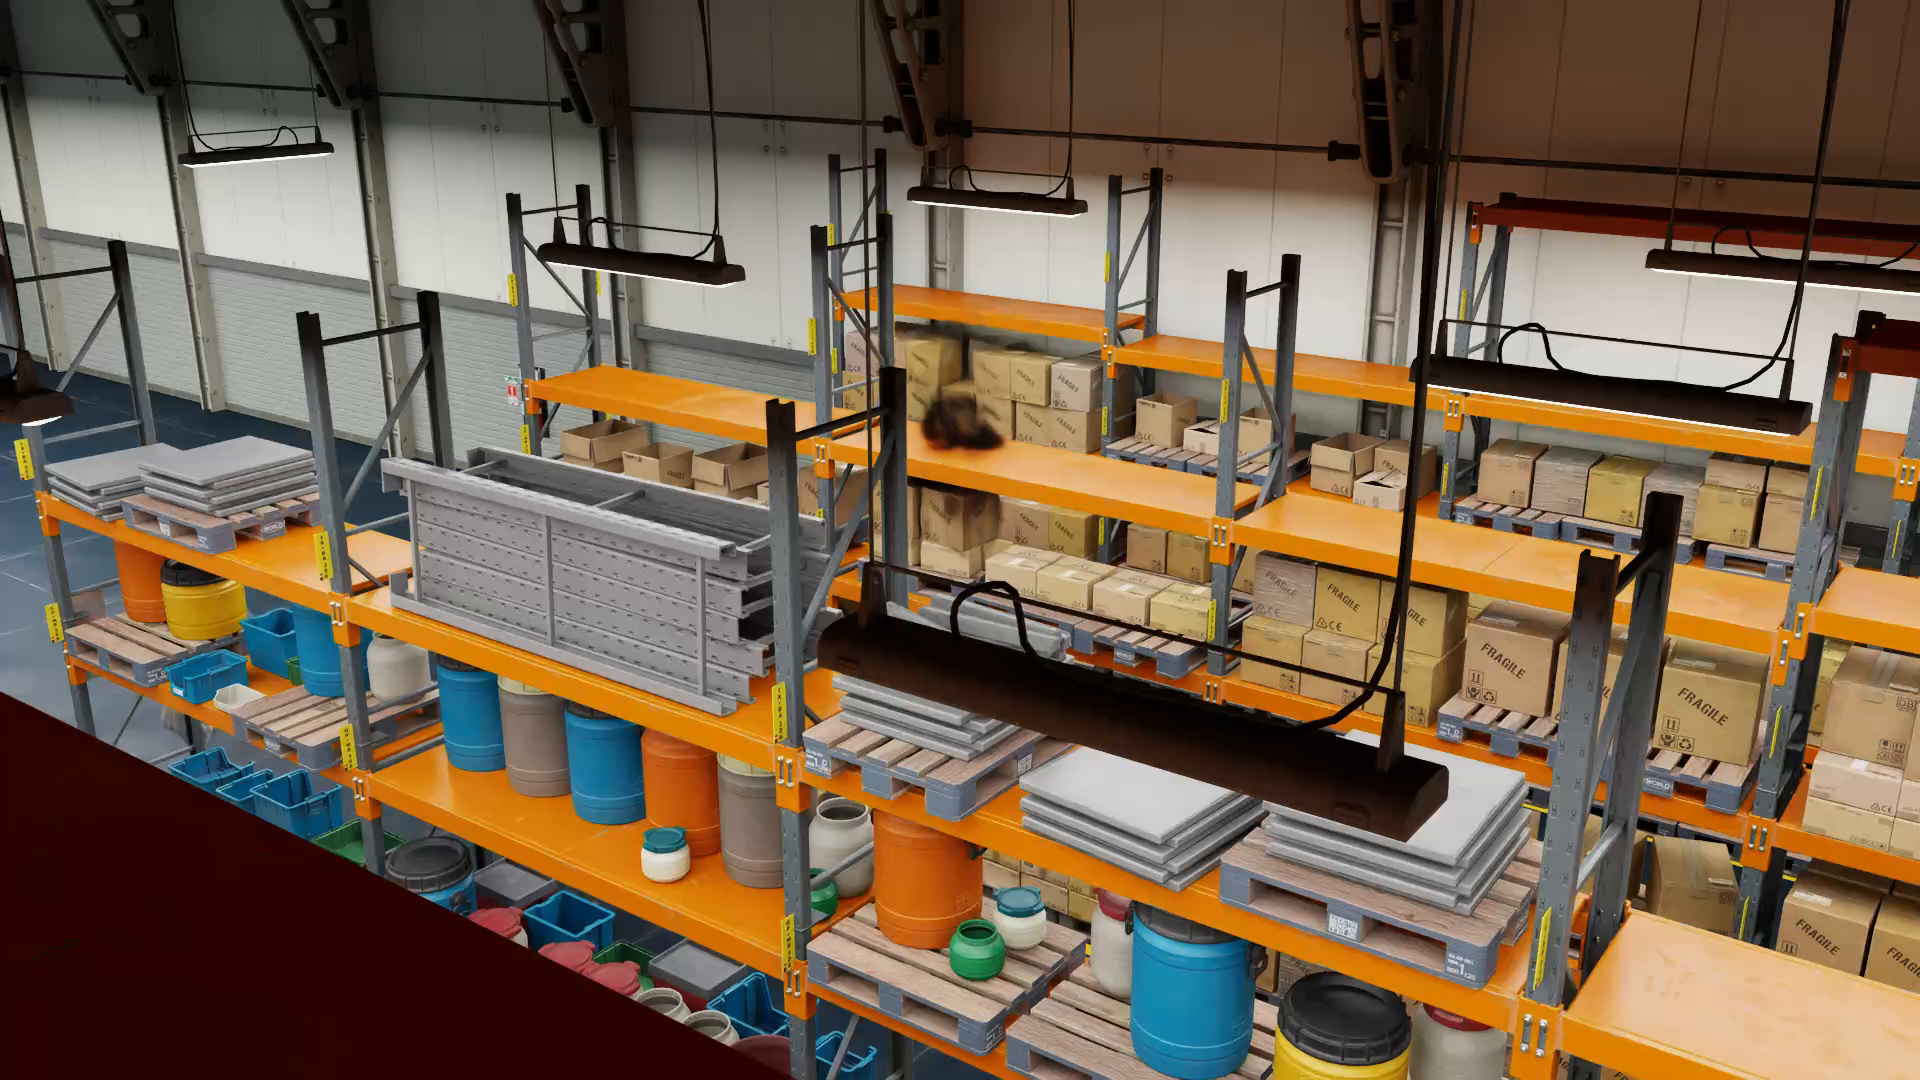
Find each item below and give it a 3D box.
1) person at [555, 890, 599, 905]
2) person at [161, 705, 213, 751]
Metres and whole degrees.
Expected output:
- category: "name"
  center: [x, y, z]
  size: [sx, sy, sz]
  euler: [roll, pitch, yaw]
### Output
- category: "person"
  center: [-3.594, 2.587, 14.806]
  size: [0.702, 1.713, 0.555]
  euler: [9, 20, 24]
- category: "person"
  center: [-8.310, 1.622, 17.672]
  size: [0.571, 1.670, 0.560]
  euler: [-9, 21, -25]
